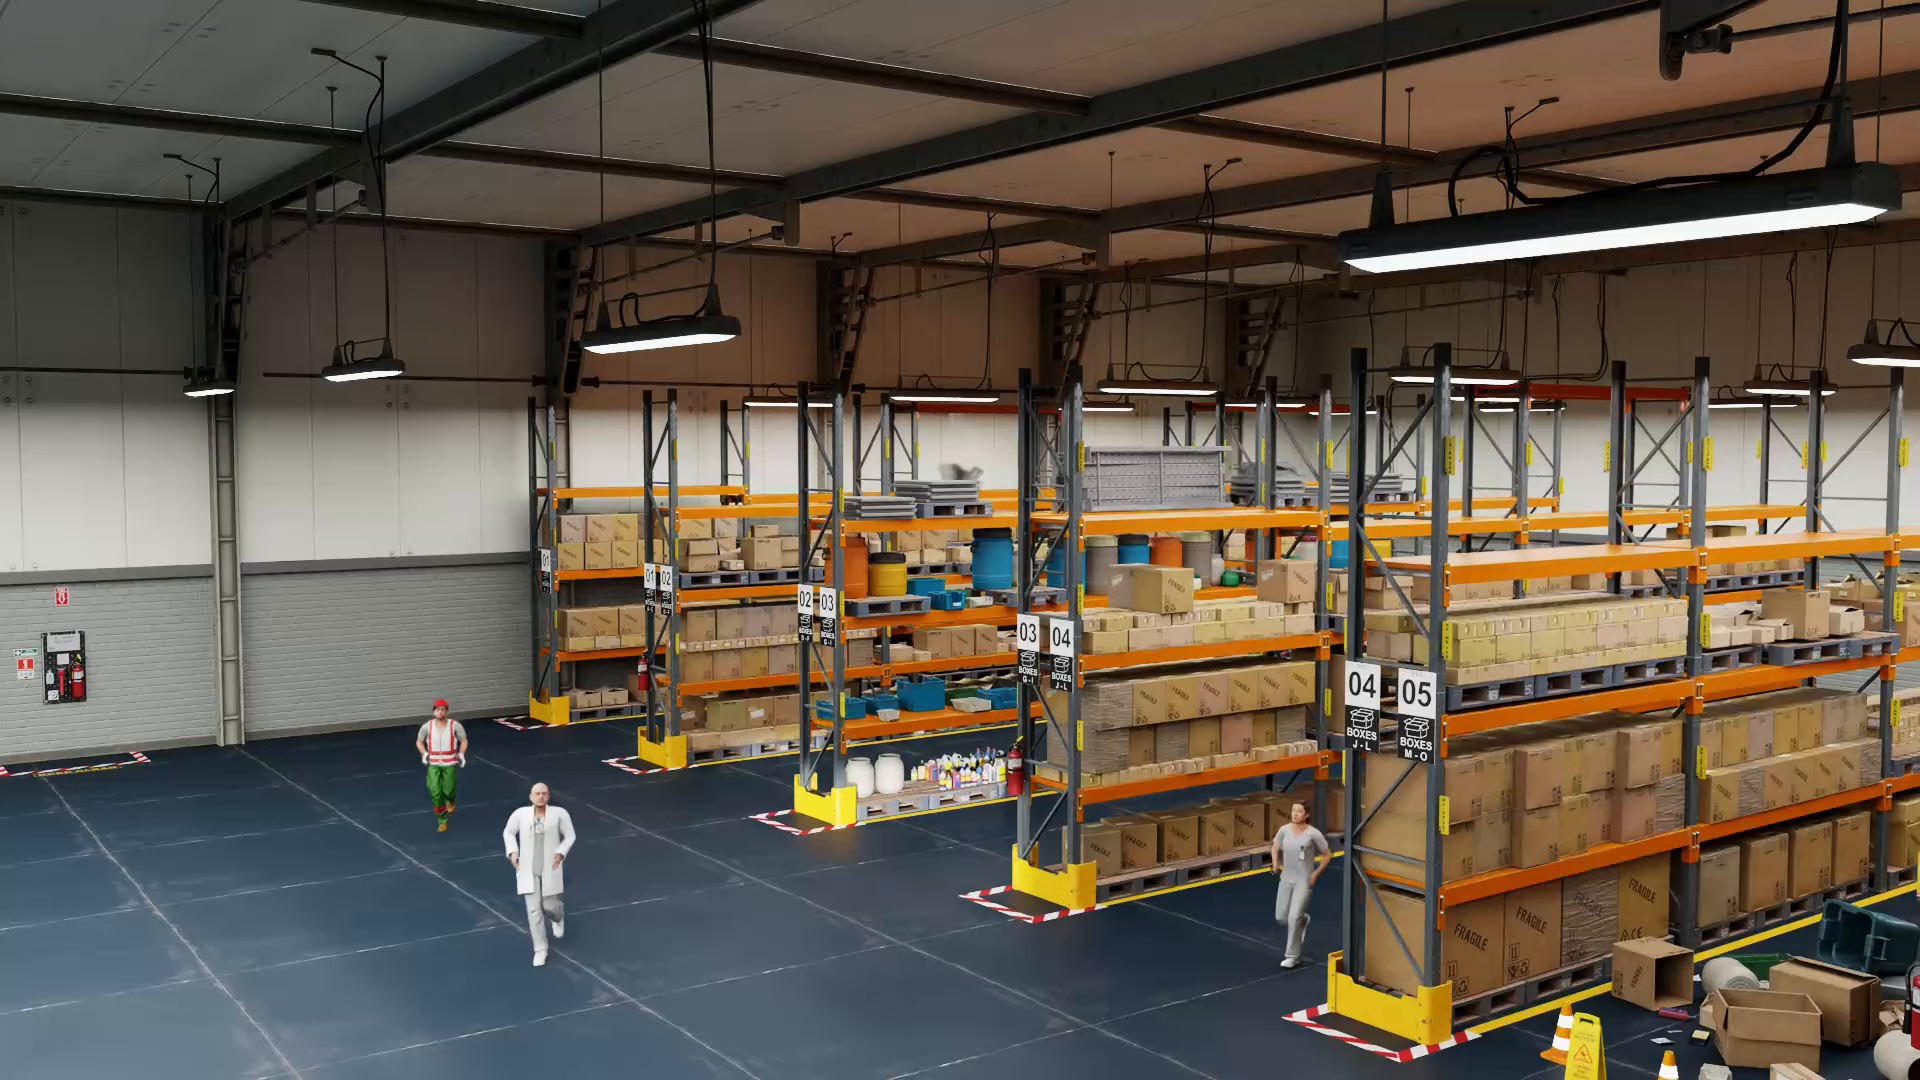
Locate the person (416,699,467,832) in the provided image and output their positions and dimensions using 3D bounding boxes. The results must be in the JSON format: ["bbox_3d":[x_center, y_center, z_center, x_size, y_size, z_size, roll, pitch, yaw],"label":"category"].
[{"bbox_3d":[-6.922,2.988,22.212,0.656,1.745,0.615,-1,3,-12],"label":"person"}]

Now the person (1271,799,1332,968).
[{"bbox_3d":[3.375,3.370,16.486,0.601,1.632,0.704,2,4,32],"label":"person"}]

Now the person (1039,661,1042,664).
[{"bbox_3d":[1.589,1.981,34.452,0.694,1.742,0.671,3,5,42],"label":"person"}]

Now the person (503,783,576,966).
[{"bbox_3d":[-4.229,3.311,16.718,0.711,1.756,0.855,-1,3,-10],"label":"person"}]
